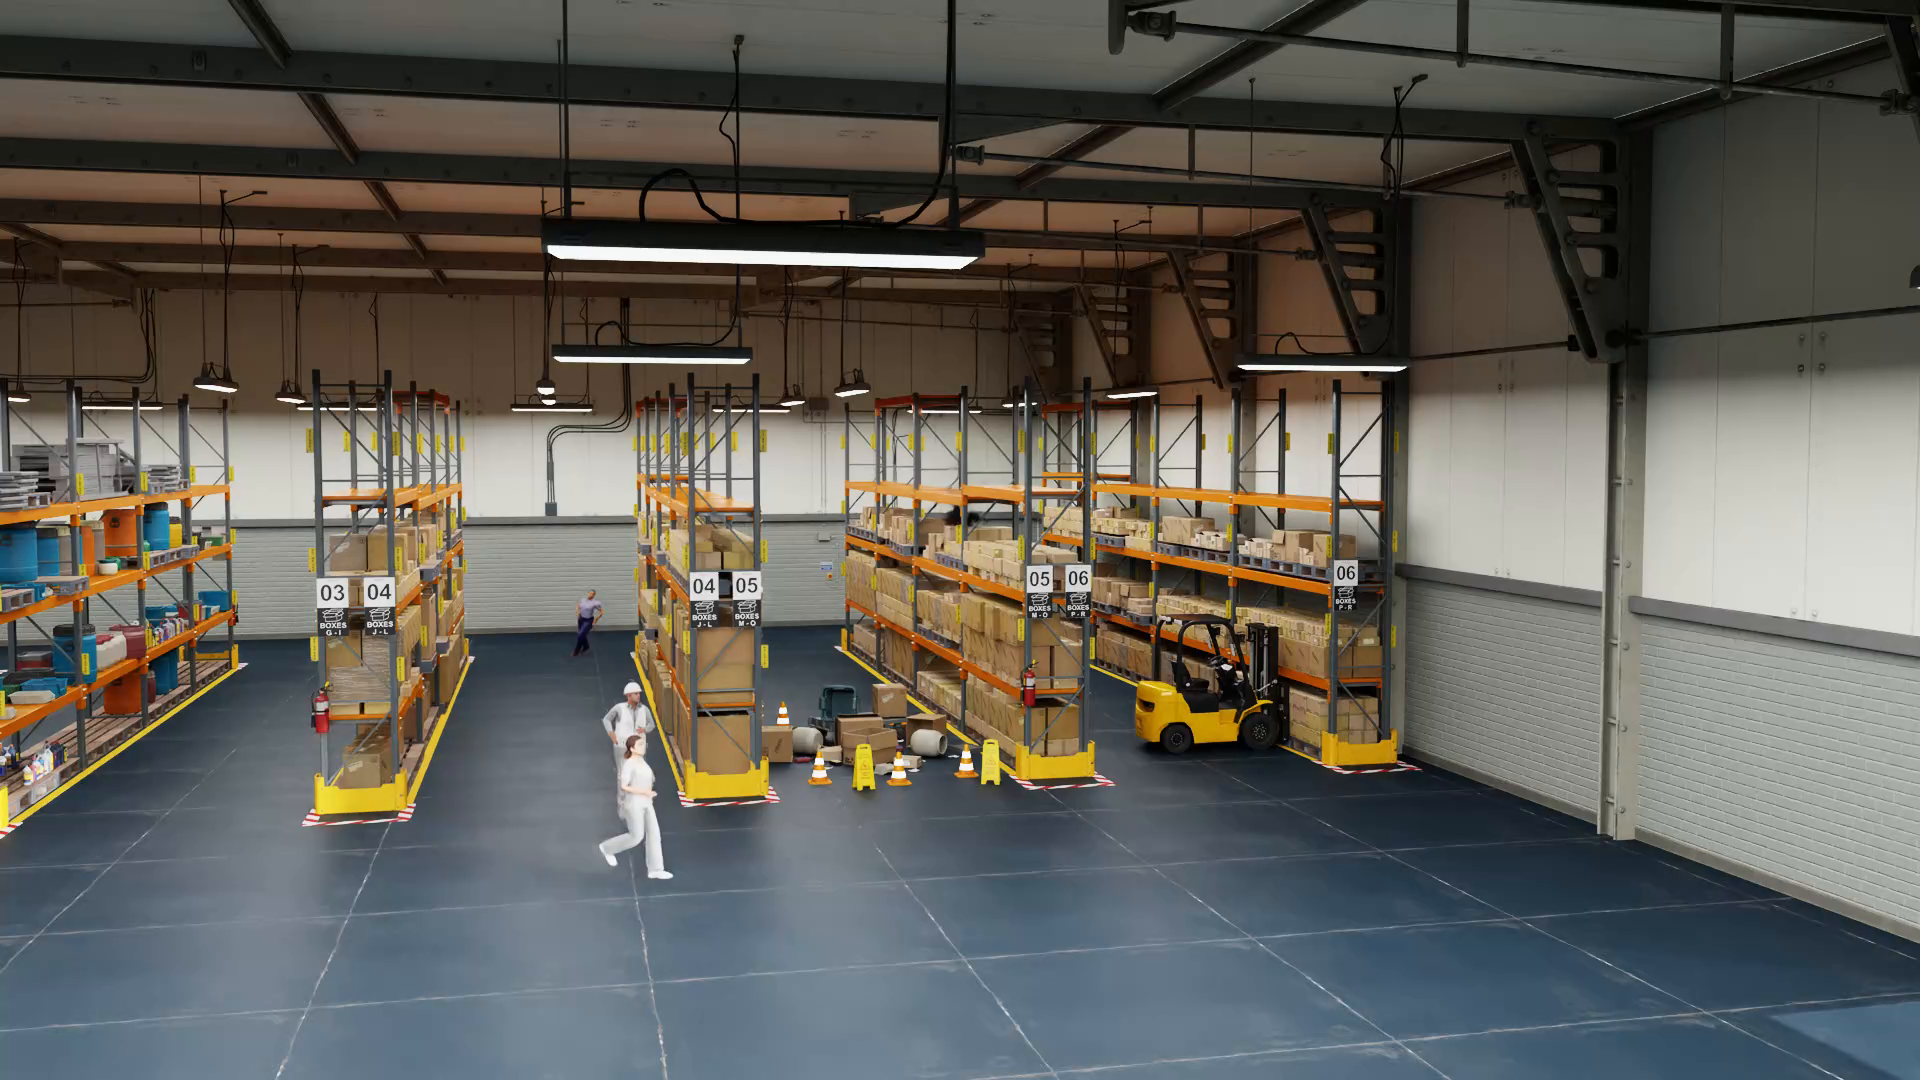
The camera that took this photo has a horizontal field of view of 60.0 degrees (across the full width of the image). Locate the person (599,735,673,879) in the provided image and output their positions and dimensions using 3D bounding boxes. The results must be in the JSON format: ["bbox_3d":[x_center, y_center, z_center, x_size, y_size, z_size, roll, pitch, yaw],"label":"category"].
[{"bbox_3d":[-3.711,3.059,19.121,0.924,1.644,0.570,1,4,20],"label":"person"}]

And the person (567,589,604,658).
[{"bbox_3d":[-8.891,1.946,39.193,0.740,1.599,0.827,2,4,37],"label":"person"}]

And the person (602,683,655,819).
[{"bbox_3d":[-4.481,2.824,22.689,0.671,1.762,0.945,-2,4,-32],"label":"person"}]
